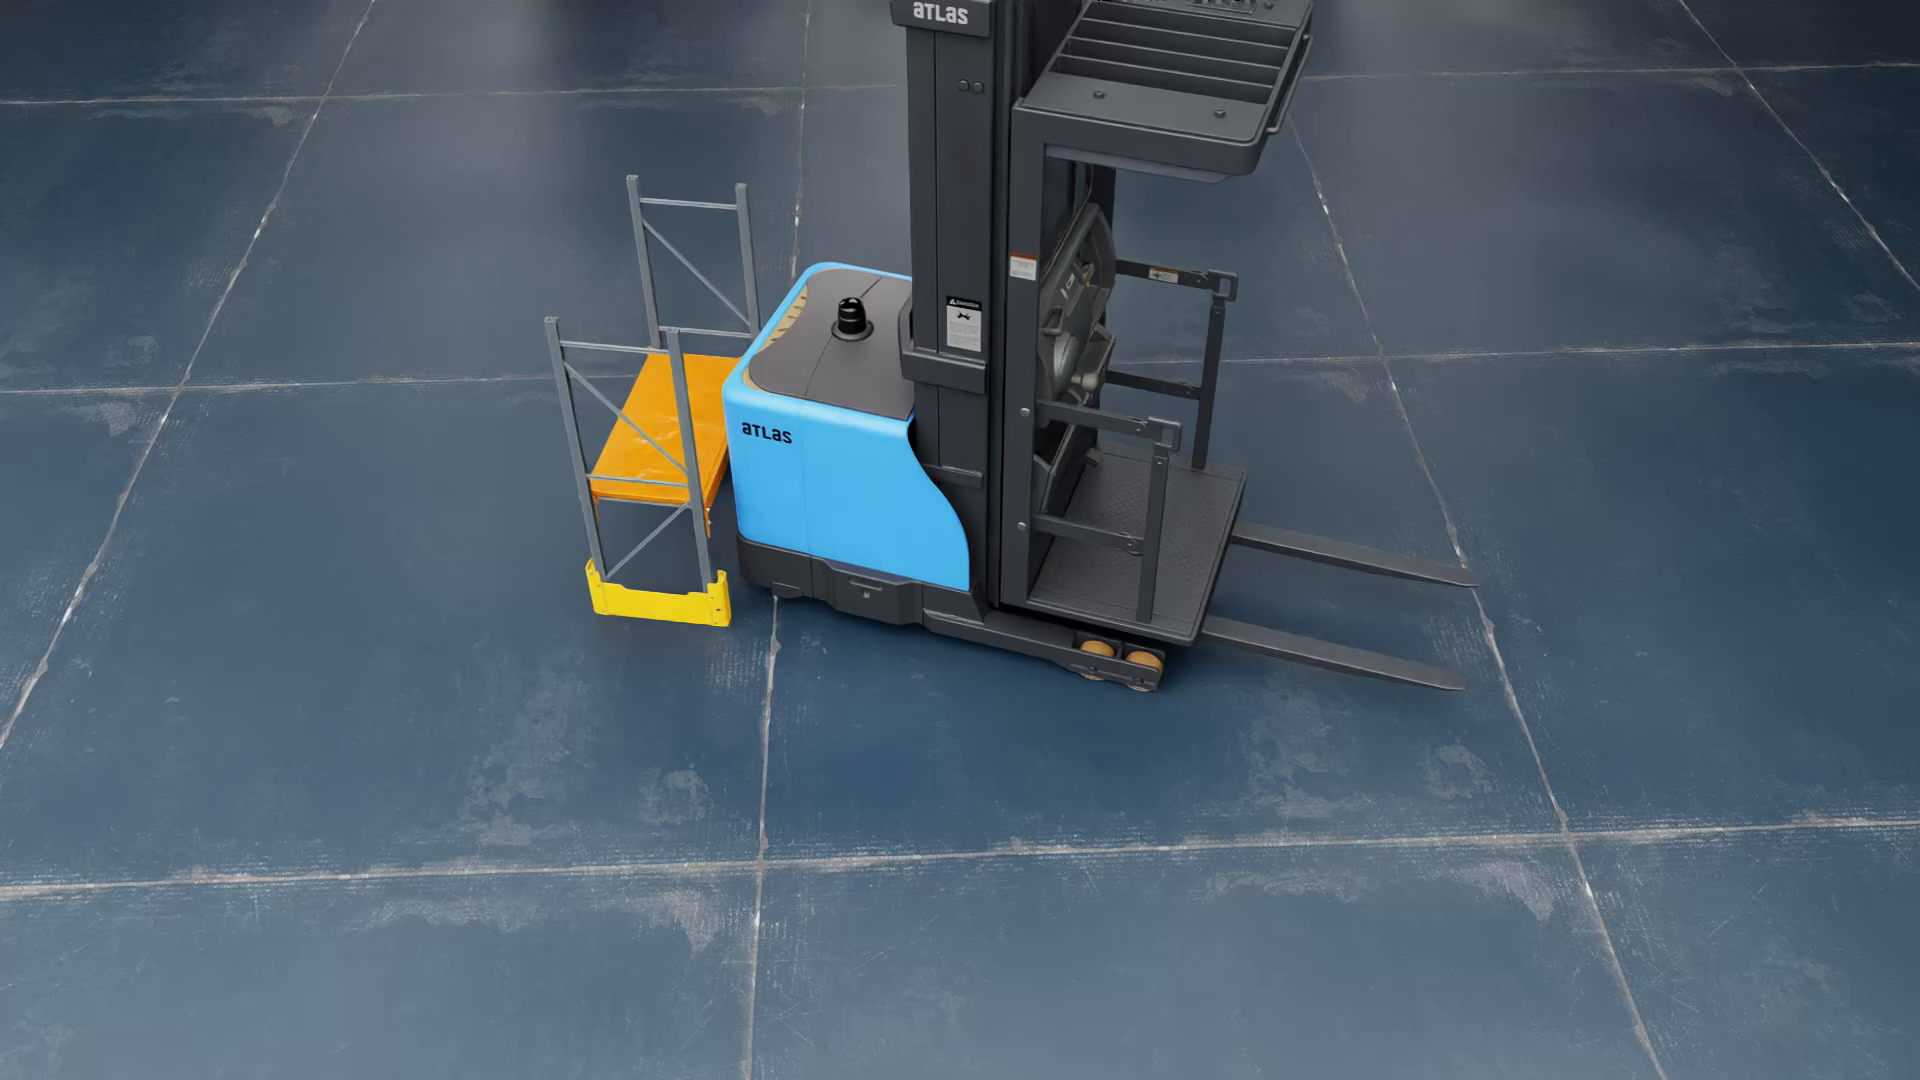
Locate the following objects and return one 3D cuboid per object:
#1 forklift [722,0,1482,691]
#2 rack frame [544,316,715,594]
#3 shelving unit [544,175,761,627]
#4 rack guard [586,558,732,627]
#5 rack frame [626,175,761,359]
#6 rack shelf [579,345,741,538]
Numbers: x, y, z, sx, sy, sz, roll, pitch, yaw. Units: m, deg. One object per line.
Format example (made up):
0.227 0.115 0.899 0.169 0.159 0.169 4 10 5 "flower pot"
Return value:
0.626 -0.874 6.184 3.031 2.935 1.130 13 44 14 "forklift"
-1.264 -0.228 6.539 0.500 1.500 0.032 6 43 6 "rack frame"
-1.188 -0.574 6.916 0.587 1.500 1.083 6 43 6 "shelving unit"
-1.261 0.219 6.975 0.587 0.250 0.087 6 43 6 "rack guard"
-1.115 -0.908 7.280 0.500 1.500 0.032 6 43 6 "rack frame"
-1.189 -0.436 7.031 0.538 0.185 1.000 6 43 6 "rack shelf"
